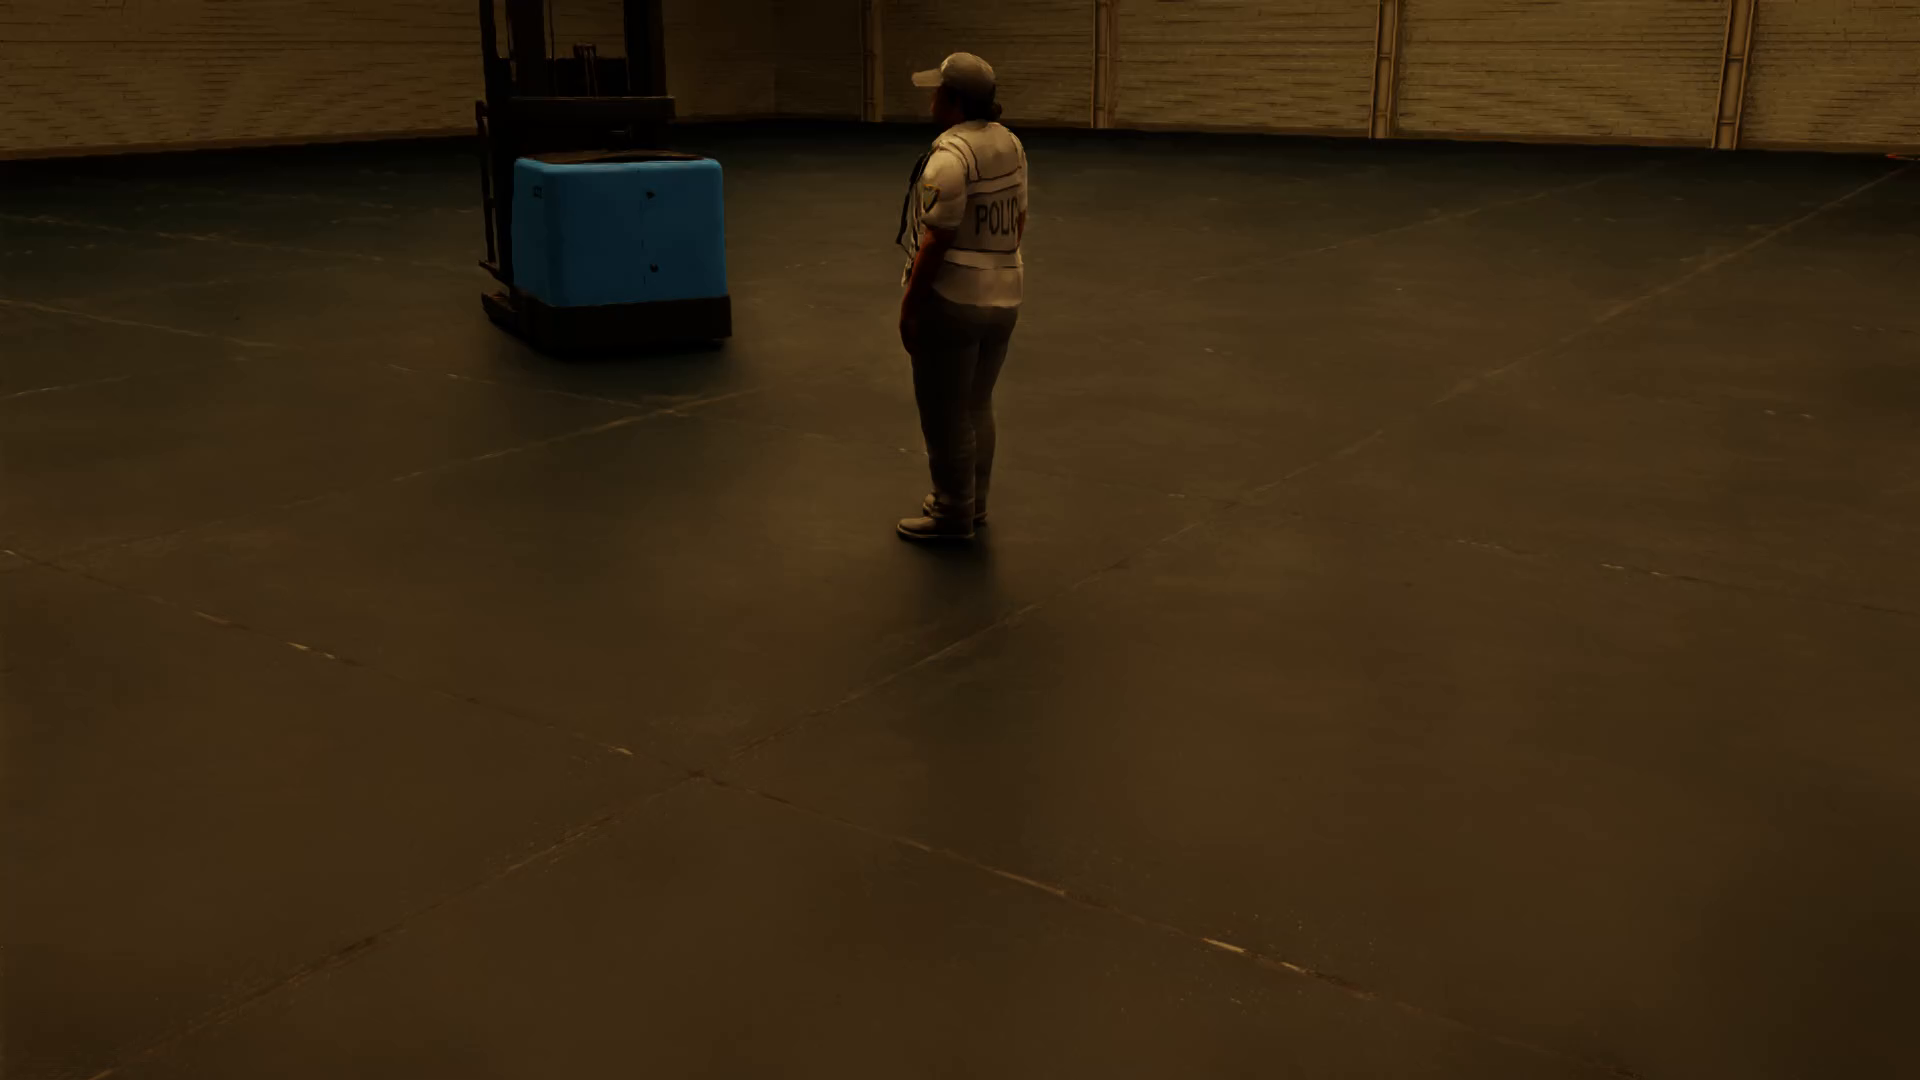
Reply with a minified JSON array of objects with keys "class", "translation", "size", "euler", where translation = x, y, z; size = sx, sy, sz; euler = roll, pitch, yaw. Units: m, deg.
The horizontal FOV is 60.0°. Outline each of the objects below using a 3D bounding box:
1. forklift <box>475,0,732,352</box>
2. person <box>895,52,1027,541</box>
[{"class":"forklift","translation":[-2.439,-2.838,10.325],"size":[1.130,2.935,3.031],"euler":[-8,18,-25]},{"class":"person","translation":[-0.050,-0.823,5.767],"size":[0.529,1.669,0.598],"euler":[11,20,33]}]
